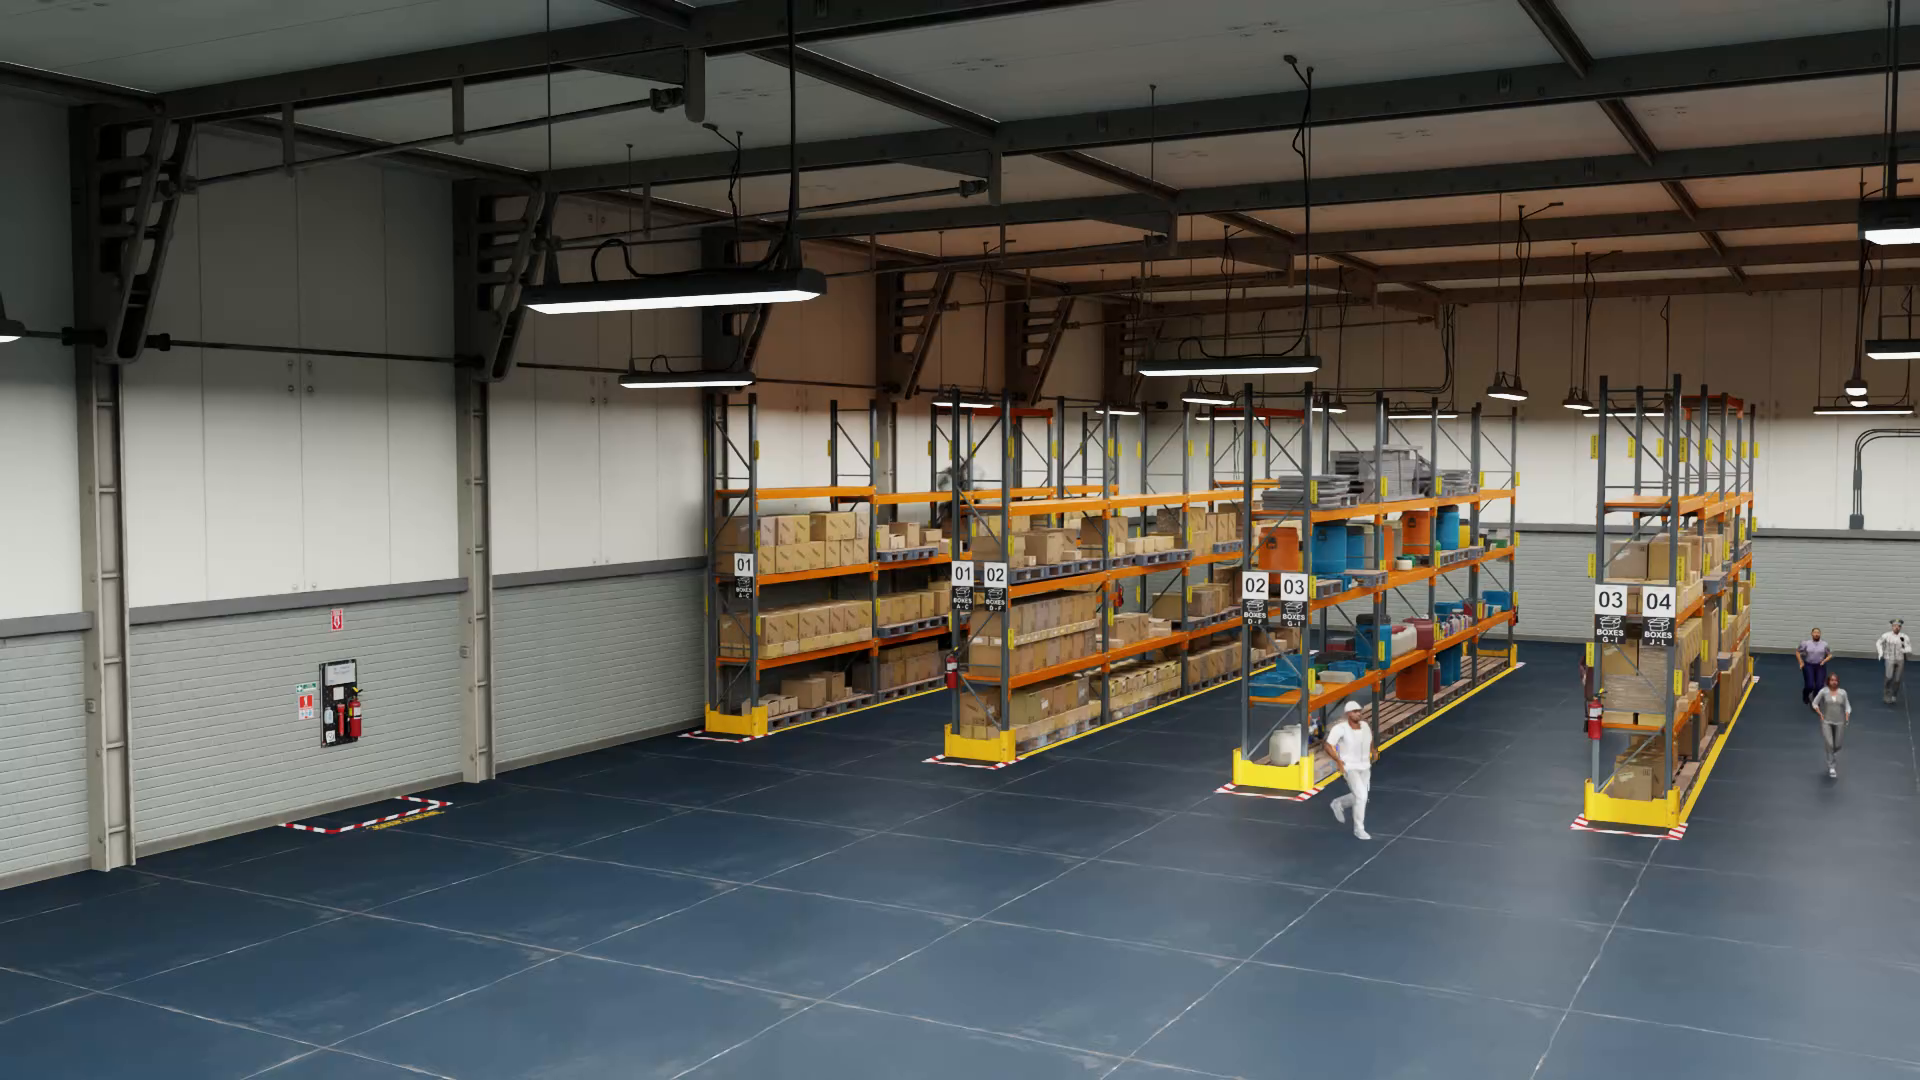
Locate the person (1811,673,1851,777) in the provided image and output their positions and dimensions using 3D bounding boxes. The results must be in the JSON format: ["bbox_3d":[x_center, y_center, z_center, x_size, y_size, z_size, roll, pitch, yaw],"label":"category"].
[{"bbox_3d":[13.487,2.848,25.751,0.541,1.558,0.634,1,3,20],"label":"person"}]

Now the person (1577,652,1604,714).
[{"bbox_3d":[11.130,2.570,29.000,0.711,1.769,0.900,1,3,24],"label":"person"}]

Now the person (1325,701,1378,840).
[{"bbox_3d":[5.114,2.967,21.659,0.691,1.756,0.770,-2,3,-27],"label":"person"}]

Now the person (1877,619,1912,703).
[{"bbox_3d":[18.405,2.389,32.755,0.583,1.676,0.656,1,3,23],"label":"person"}]

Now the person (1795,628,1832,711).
[{"bbox_3d":[16.392,2.486,31.905,0.619,1.588,0.556,1,3,16],"label":"person"}]
